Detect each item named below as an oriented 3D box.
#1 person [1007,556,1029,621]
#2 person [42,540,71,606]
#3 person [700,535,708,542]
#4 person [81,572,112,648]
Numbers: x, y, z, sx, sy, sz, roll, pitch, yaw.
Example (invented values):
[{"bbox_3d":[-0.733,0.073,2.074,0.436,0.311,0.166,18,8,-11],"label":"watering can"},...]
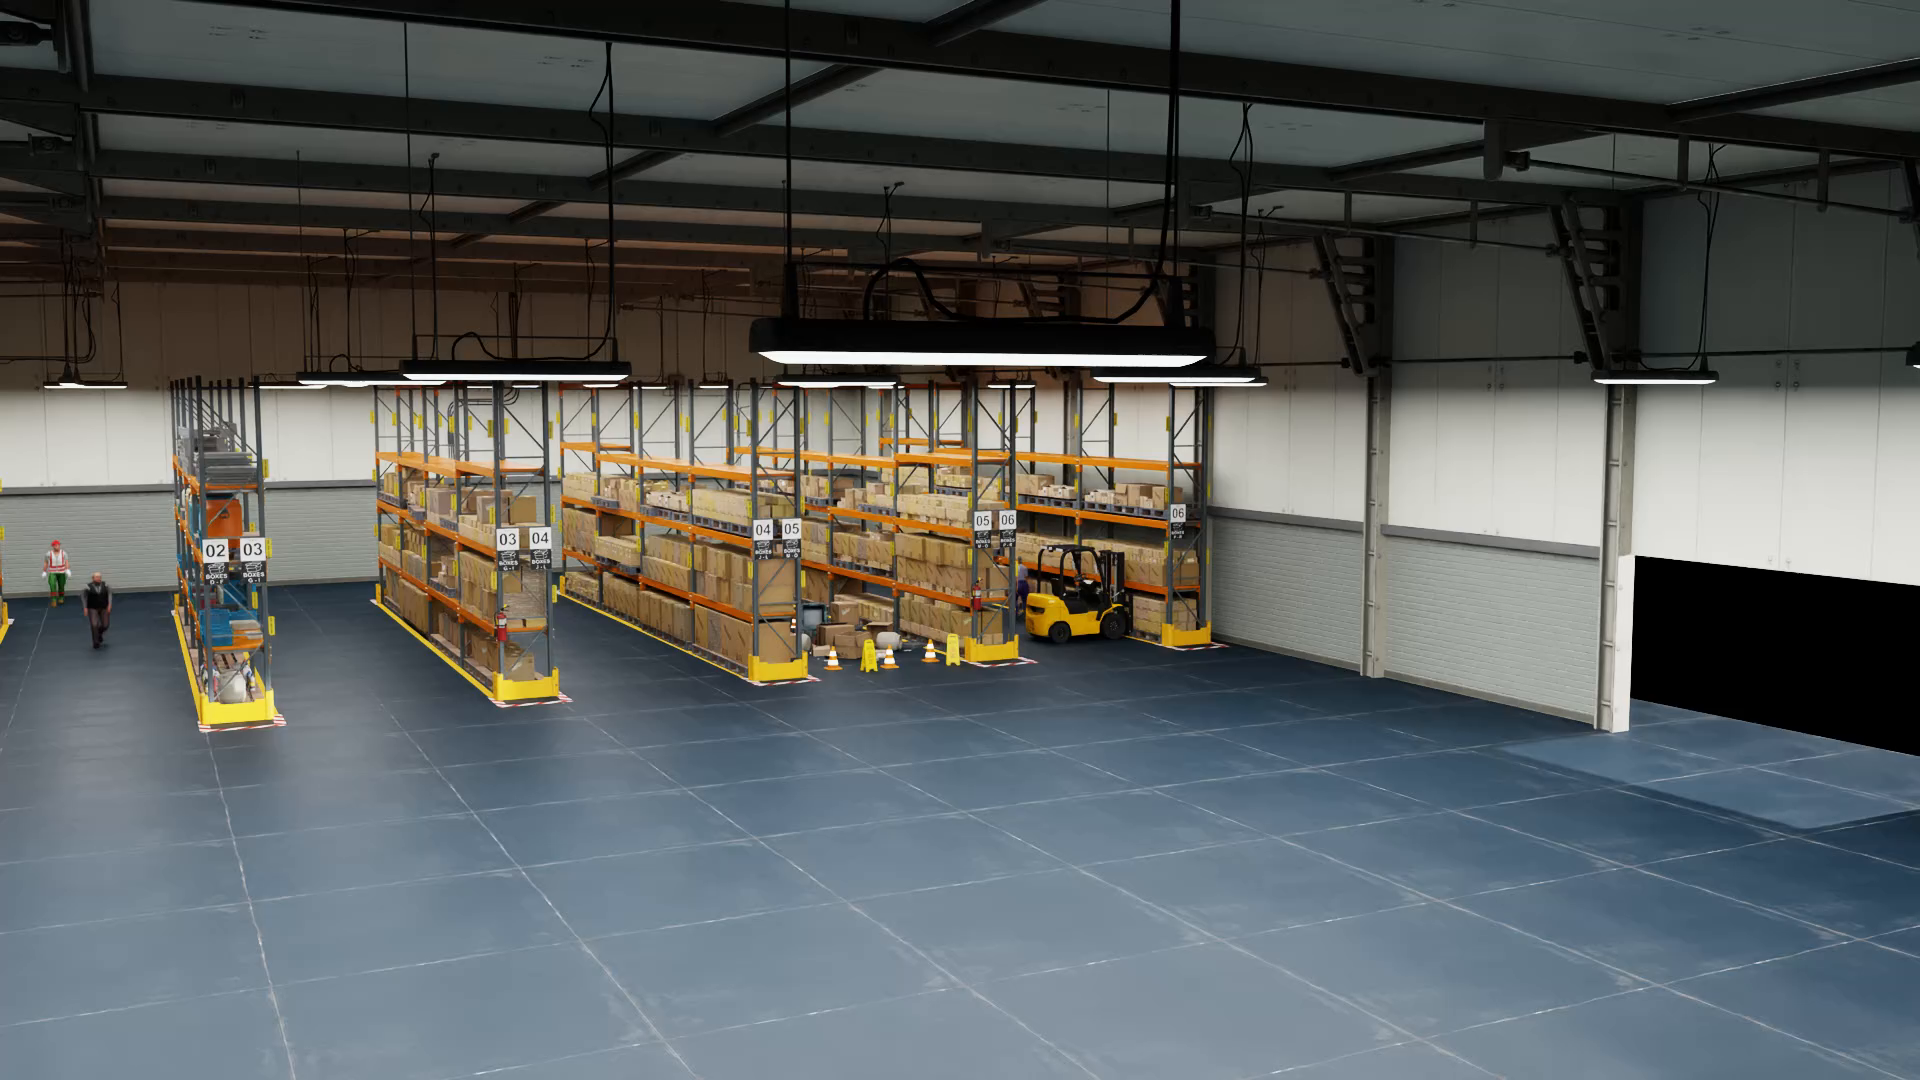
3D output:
[{"bbox_3d":[1.522,1.249,41.587,0.516,1.661,0.626,-4,7,-39],"label":"person"},{"bbox_3d":[-24.195,0.871,44.507,0.688,1.724,1.034,-2,6,-26],"label":"person"},{"bbox_3d":[-7.194,0.662,46.814,0.514,1.783,0.592,5,7,42],"label":"person"},{"bbox_3d":[-19.440,1.564,37.430,0.624,1.686,0.638,-4,7,-41],"label":"person"}]
